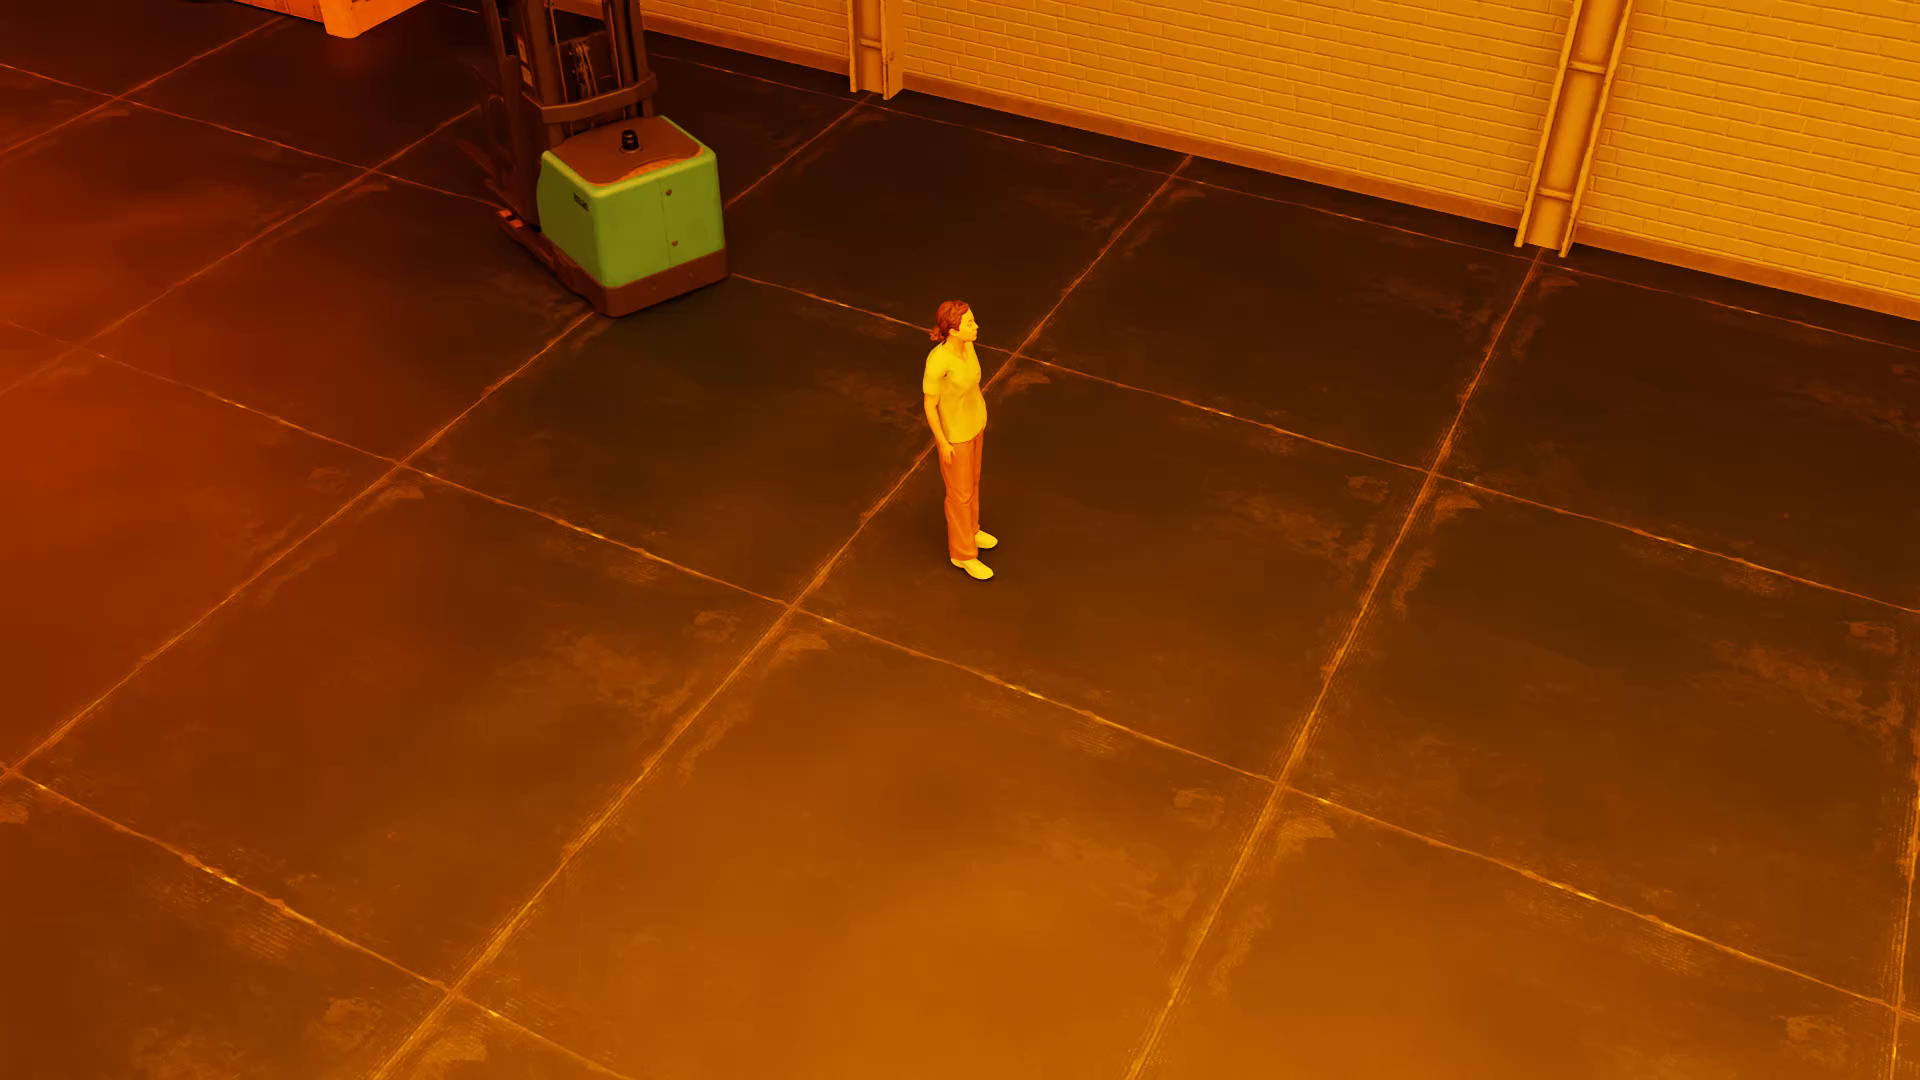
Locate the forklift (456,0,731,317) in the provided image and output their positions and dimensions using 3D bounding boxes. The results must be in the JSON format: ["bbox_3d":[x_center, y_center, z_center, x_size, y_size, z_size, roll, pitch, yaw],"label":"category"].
[{"bbox_3d":[-3.022,-3.638,12.306,1.130,2.935,3.031,-26,47,-28],"label":"forklift"}]

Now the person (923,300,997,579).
[{"bbox_3d":[0.061,-0.618,9.683,0.548,1.673,0.553,18,43,21],"label":"person"}]
